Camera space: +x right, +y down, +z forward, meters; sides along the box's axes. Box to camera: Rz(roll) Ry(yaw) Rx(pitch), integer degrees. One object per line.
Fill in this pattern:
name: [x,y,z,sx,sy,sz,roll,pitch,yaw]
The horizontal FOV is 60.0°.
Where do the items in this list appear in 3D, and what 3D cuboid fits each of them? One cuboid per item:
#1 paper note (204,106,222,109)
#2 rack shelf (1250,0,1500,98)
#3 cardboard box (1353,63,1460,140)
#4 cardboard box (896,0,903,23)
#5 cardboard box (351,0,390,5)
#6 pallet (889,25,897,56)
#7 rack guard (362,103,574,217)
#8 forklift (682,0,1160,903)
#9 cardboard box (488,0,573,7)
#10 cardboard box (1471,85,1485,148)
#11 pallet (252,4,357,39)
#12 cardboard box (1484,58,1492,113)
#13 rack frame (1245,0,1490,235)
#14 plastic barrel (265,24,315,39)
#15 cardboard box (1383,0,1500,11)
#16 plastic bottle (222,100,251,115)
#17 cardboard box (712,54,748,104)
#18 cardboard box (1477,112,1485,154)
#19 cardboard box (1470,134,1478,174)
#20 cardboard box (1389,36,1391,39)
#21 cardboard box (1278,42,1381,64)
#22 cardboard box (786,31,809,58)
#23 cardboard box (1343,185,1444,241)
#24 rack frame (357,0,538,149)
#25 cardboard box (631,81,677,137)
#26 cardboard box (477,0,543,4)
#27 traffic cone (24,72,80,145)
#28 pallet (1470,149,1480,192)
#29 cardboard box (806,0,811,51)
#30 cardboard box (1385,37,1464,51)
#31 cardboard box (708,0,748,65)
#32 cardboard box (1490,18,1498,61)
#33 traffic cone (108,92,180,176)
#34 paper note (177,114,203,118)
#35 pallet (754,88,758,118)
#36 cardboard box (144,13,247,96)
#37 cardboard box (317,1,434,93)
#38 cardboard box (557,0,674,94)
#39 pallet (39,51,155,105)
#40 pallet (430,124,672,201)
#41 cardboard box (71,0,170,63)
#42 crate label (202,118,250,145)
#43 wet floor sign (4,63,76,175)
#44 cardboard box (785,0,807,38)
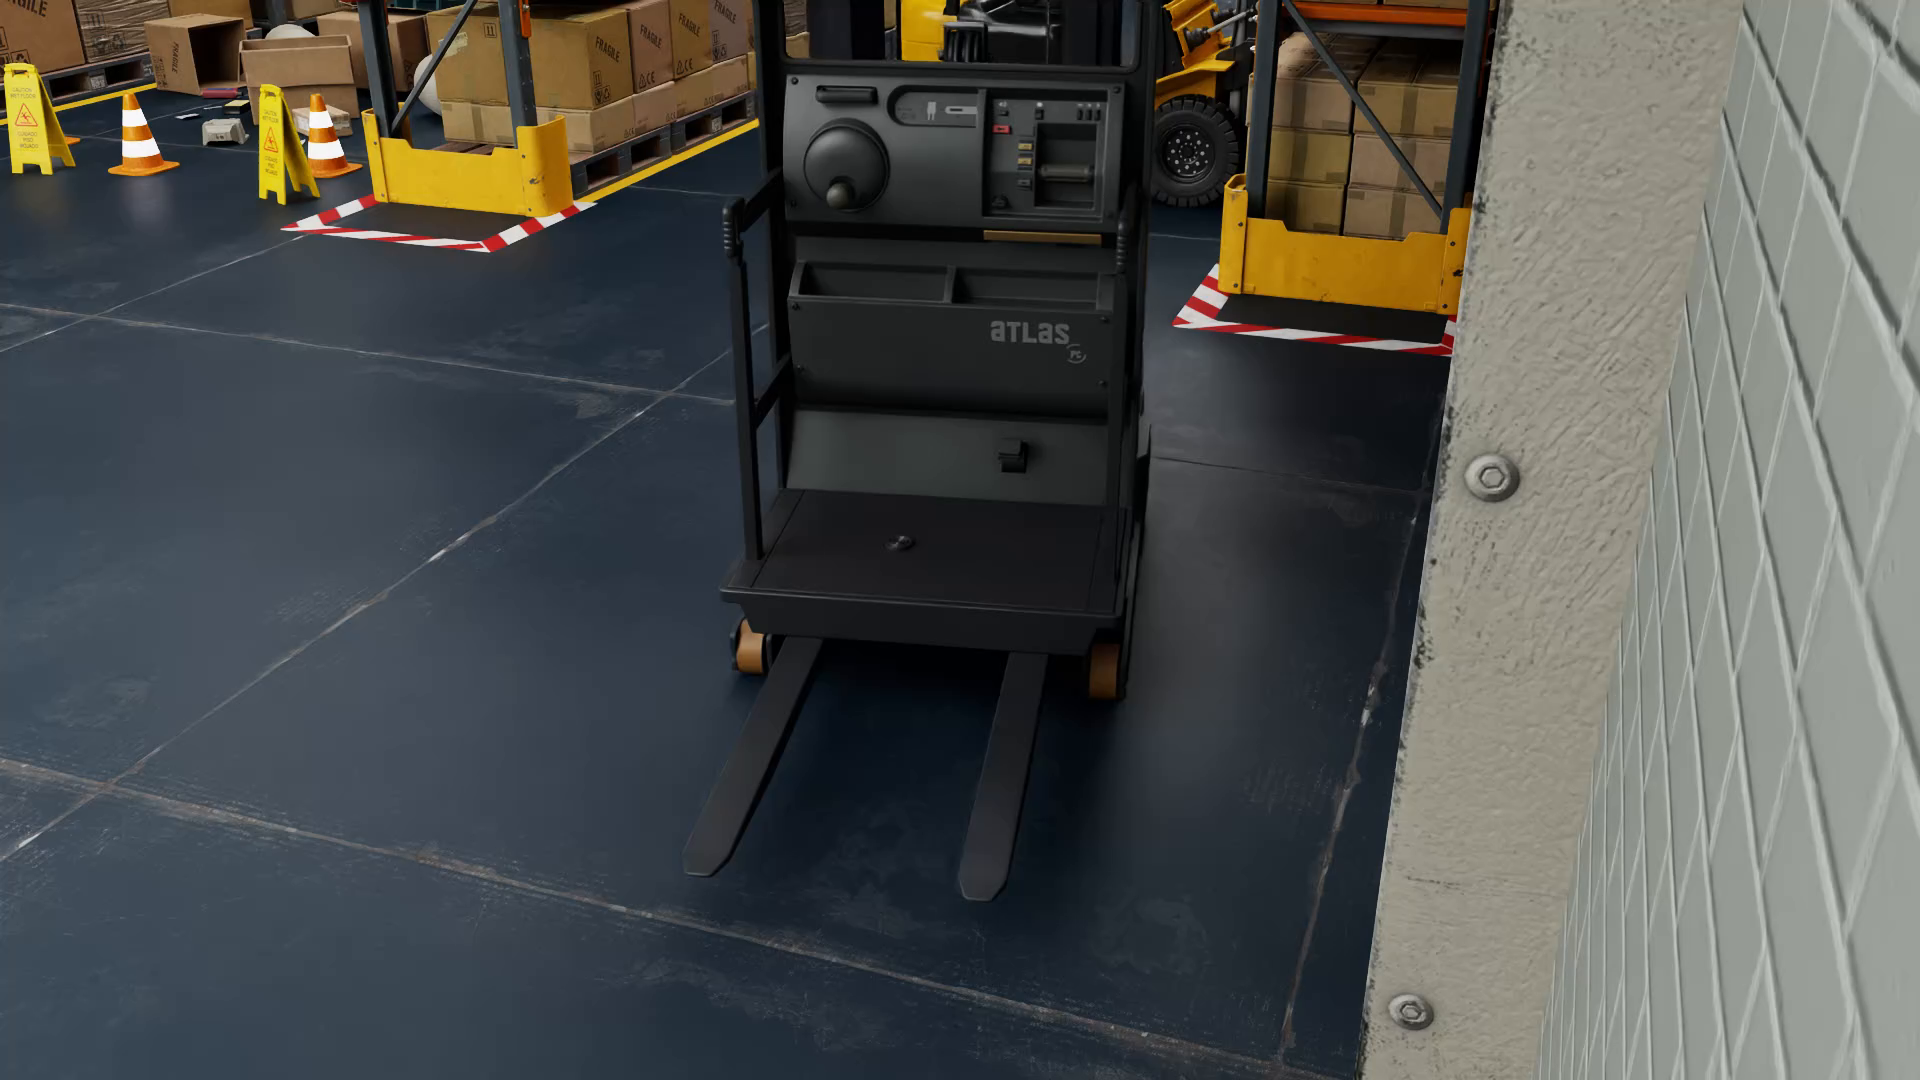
paper note: [-5.391,-3.121,12.000,0.123,0.001,0.032,-20,33,-36]
rack shelf: [2.518,-3.048,9.245,1.077,0.370,4.000,9,27,17]
cardboard box: [2.191,-2.121,8.032,0.500,0.250,0.500,8,27,17]
cardboard box: [-0.861,-4.716,14.398,0.950,0.372,0.625,10,27,19]
cardboard box: [-5.754,-5.429,15.436,1.050,0.750,0.750,9,27,17]
pallet: [-0.837,-4.480,14.577,1.003,0.211,1.213,9,27,17]
rack guard: [-2.804,-2.174,9.483,1.175,0.500,0.348,9,27,17]
forklift: [-0.049,-1.034,4.339,1.130,2.935,3.031,4,26,7]
cardboard box: [-2.639,-3.139,10.421,0.500,0.500,0.500,10,28,19]
cardboard box: [2.544,-2.307,8.989,0.500,0.250,0.500,9,27,19]
pallet: [-6.015,-4.661,14.951,1.003,0.211,1.213,9,27,17]
cardboard box: [2.889,-2.719,9.839,0.500,0.250,0.500,9,27,17]
rack frame: [1.852,-2.550,7.391,1.000,3.000,0.127,9,27,17]
plastic barrel: [-5.131,-3.740,12.805,0.421,0.421,0.512,-14,29,-27]
cardboard box: [2.279,-2.758,7.706,0.500,0.500,0.500,10,27,19]
plastic bottle: [-5.165,-3.106,11.911,0.133,0.061,0.283,0,26,-1]
cardboard box: [-1.783,-3.153,11.309,0.500,0.250,0.500,9,27,18]
cardboard box: [2.877,-2.502,9.965,0.500,0.250,0.500,9,27,18]
cardboard box: [2.552,-2.088,9.111,0.500,0.250,0.500,8,27,17]
cardboard box: [2.210,-2.812,9.459,0.500,0.250,0.500,8,27,16]
cardboard box: [1.876,-2.396,8.600,0.500,0.250,0.500,9,27,18]
cardboard box: [-1.442,-3.581,12.195,0.500,0.250,0.500,10,28,20]
cardboard box: [2.200,-1.675,8.257,0.500,0.250,0.500,9,27,18]
rack frame: [-2.830,-3.268,8.874,1.000,3.000,0.127,9,27,17]
cardboard box: [-2.124,-2.720,10.415,0.500,0.250,0.500,10,27,19]
cardboard box: [-2.750,-3.377,10.167,0.380,0.149,0.250,10,27,19]
traffic cone: [-6.015,-2.815,10.849,0.336,0.463,0.334,9,27,17]
pallet: [2.475,-2.115,9.692,1.003,0.211,1.213,9,27,17]
cardboard box: [-1.326,-4.134,13.196,0.950,0.372,0.625,9,27,18]
cardboard box: [2.530,-2.531,8.878,0.500,0.250,0.500,9,27,17]
cardboard box: [-1.779,-3.500,11.165,0.500,0.500,0.500,10,28,20]
cardboard box: [2.867,-2.948,9.740,0.500,0.250,0.500,9,27,18]
traffic cone: [-5.063,-2.511,10.222,0.336,0.463,0.334,9,27,17]
paper note: [-5.422,-2.988,11.705,0.144,0.017,0.142,20,32,35]
pallet: [-1.689,-3.376,12.296,1.003,0.211,1.213,9,27,17]
cardboard box: [-5.749,-3.678,12.585,0.500,0.500,0.500,14,29,26]
cardboard box: [-4.329,-3.680,12.434,0.797,0.637,0.503,9,27,17]
cardboard box: [-2.123,-3.074,10.286,0.500,0.500,0.500,8,27,16]
pallet: [-6.931,-3.529,12.613,1.003,0.211,1.213,9,27,17]
pallet: [-2.501,-2.373,10.225,1.003,0.211,1.213,9,27,17]
cardboard box: [-6.772,-4.202,12.758,0.875,0.875,0.875,9,27,18]
crate label: [-4.860,-2.697,10.979,0.250,0.136,0.298,-5,26,-9]
wet floor sign: [-5.674,-2.586,10.166,0.267,0.644,0.232,4,26,8]
cardboard box: [-1.442,-3.919,12.031,0.500,0.500,0.500,8,27,17]
